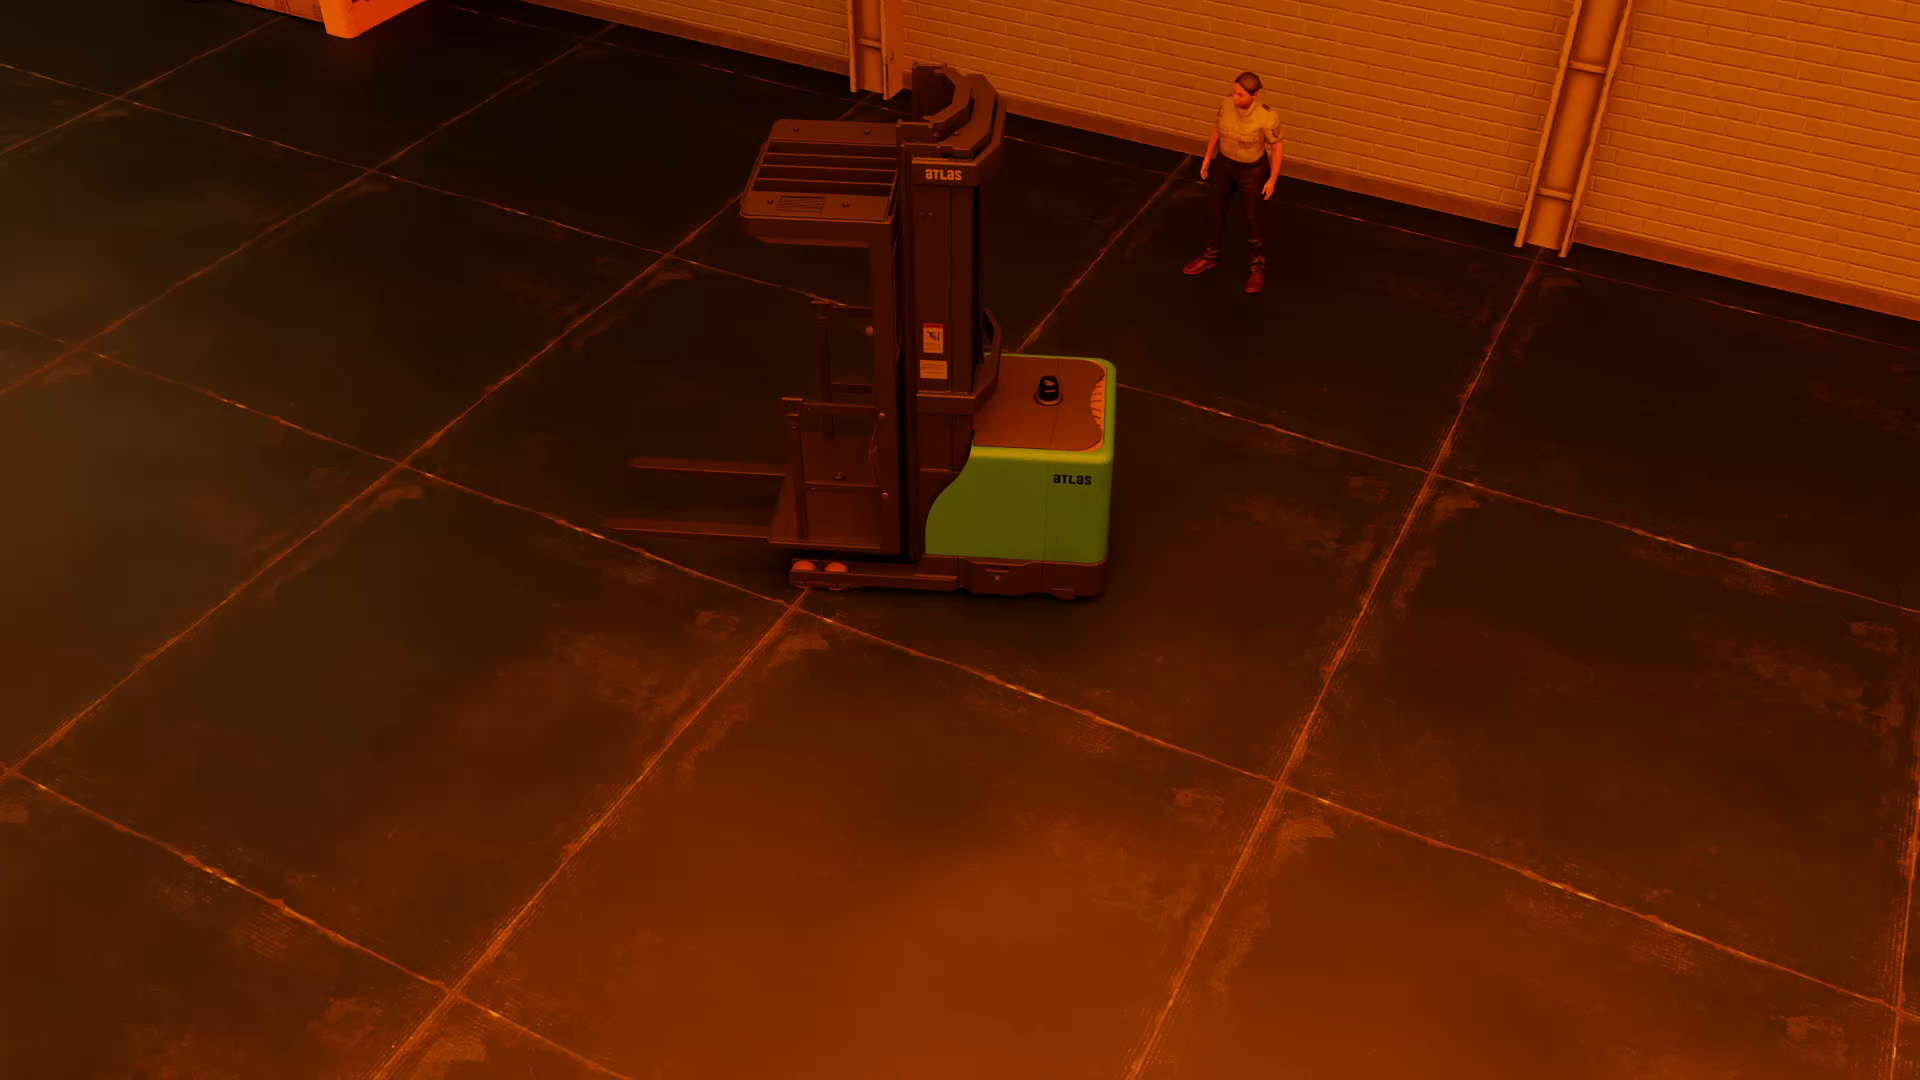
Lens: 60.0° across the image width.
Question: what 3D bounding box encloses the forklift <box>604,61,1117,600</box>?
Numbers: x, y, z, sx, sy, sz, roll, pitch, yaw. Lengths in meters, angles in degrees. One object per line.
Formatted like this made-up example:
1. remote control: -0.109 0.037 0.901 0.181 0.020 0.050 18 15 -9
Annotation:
1. forklift: -0.606 -1.157 9.360 3.031 2.935 1.130 3 40 4

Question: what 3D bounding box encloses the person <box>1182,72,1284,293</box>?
1. person: 2.052 -2.657 12.141 0.630 1.656 0.431 28 47 29
